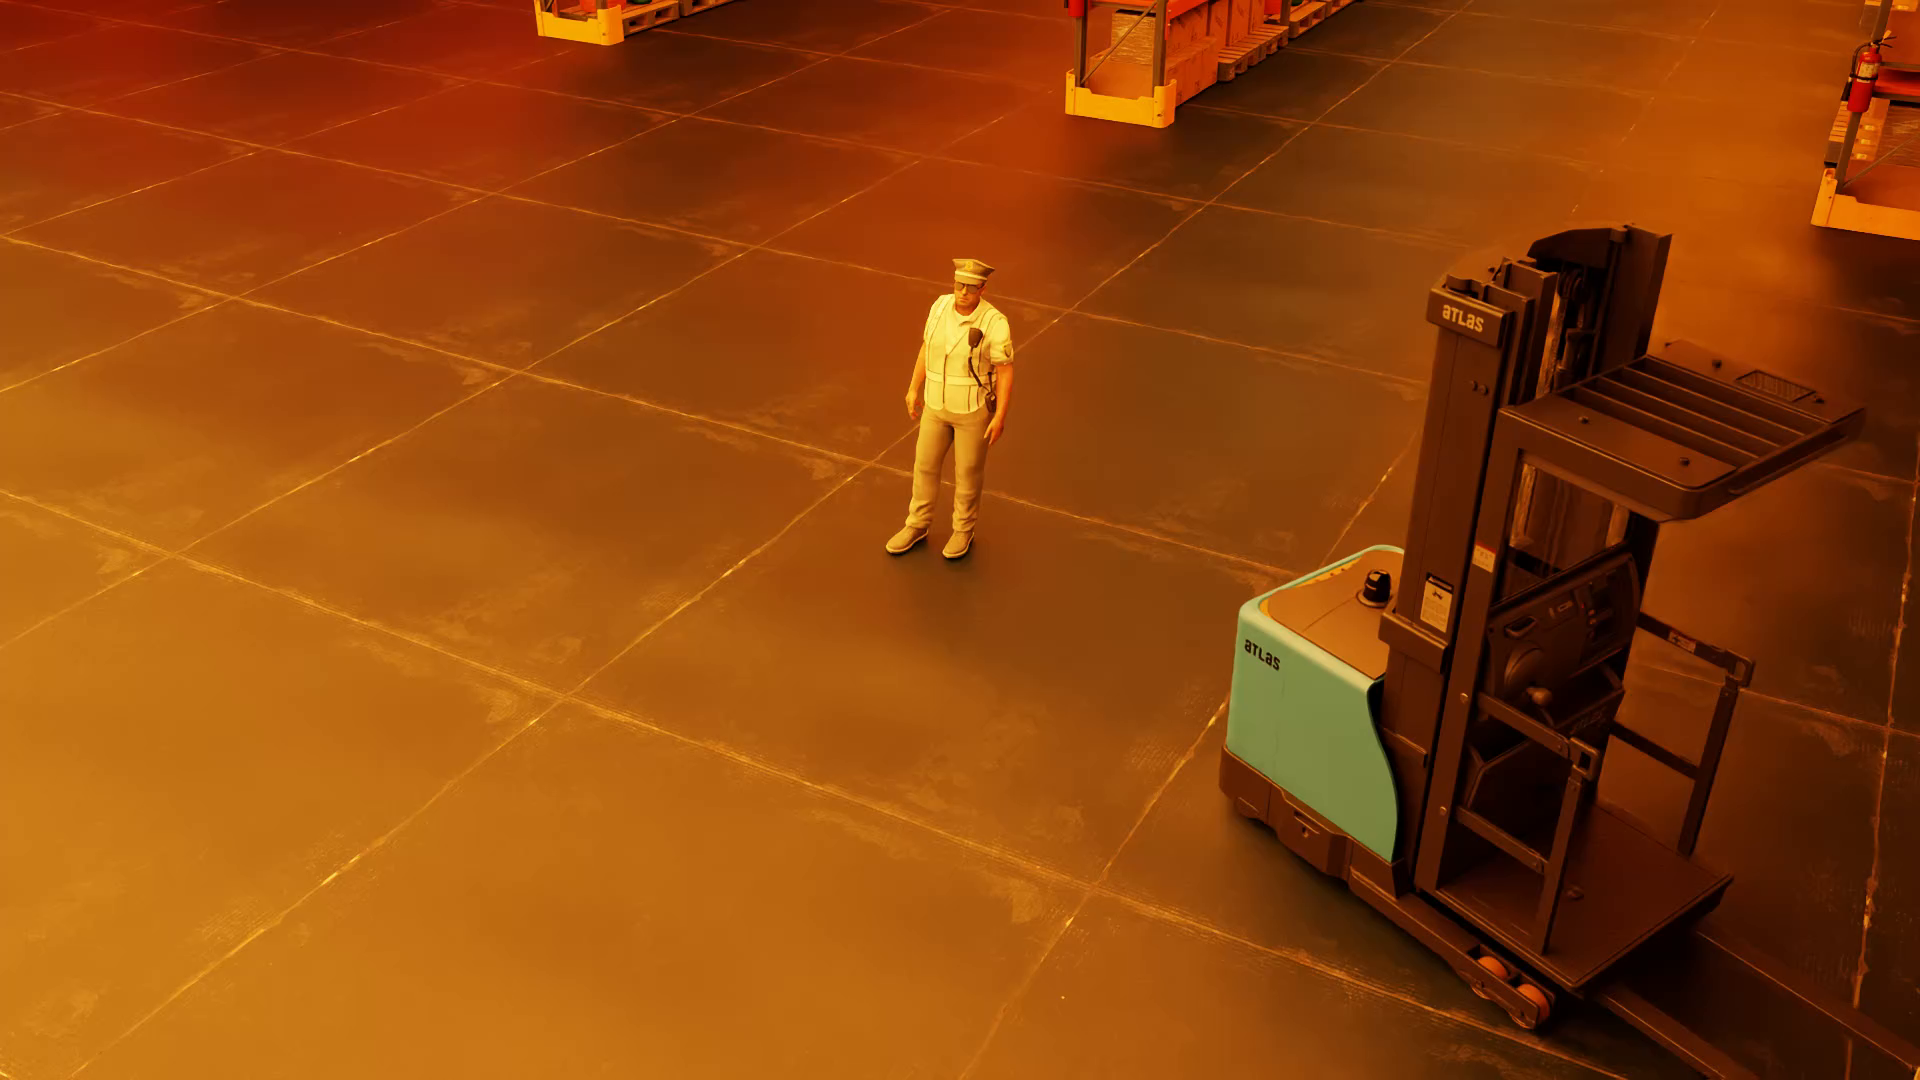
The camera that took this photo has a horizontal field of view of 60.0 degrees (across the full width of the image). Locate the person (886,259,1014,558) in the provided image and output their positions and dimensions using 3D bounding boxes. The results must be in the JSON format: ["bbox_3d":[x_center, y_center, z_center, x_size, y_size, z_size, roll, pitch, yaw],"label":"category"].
[{"bbox_3d":[-0.048,-0.747,9.499,0.641,1.780,0.574,15,33,25],"label":"person"}]

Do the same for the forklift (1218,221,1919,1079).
[{"bbox_3d":[2.498,0.395,6.385,1.130,2.935,3.031,-20,36,-31],"label":"forklift"}]
